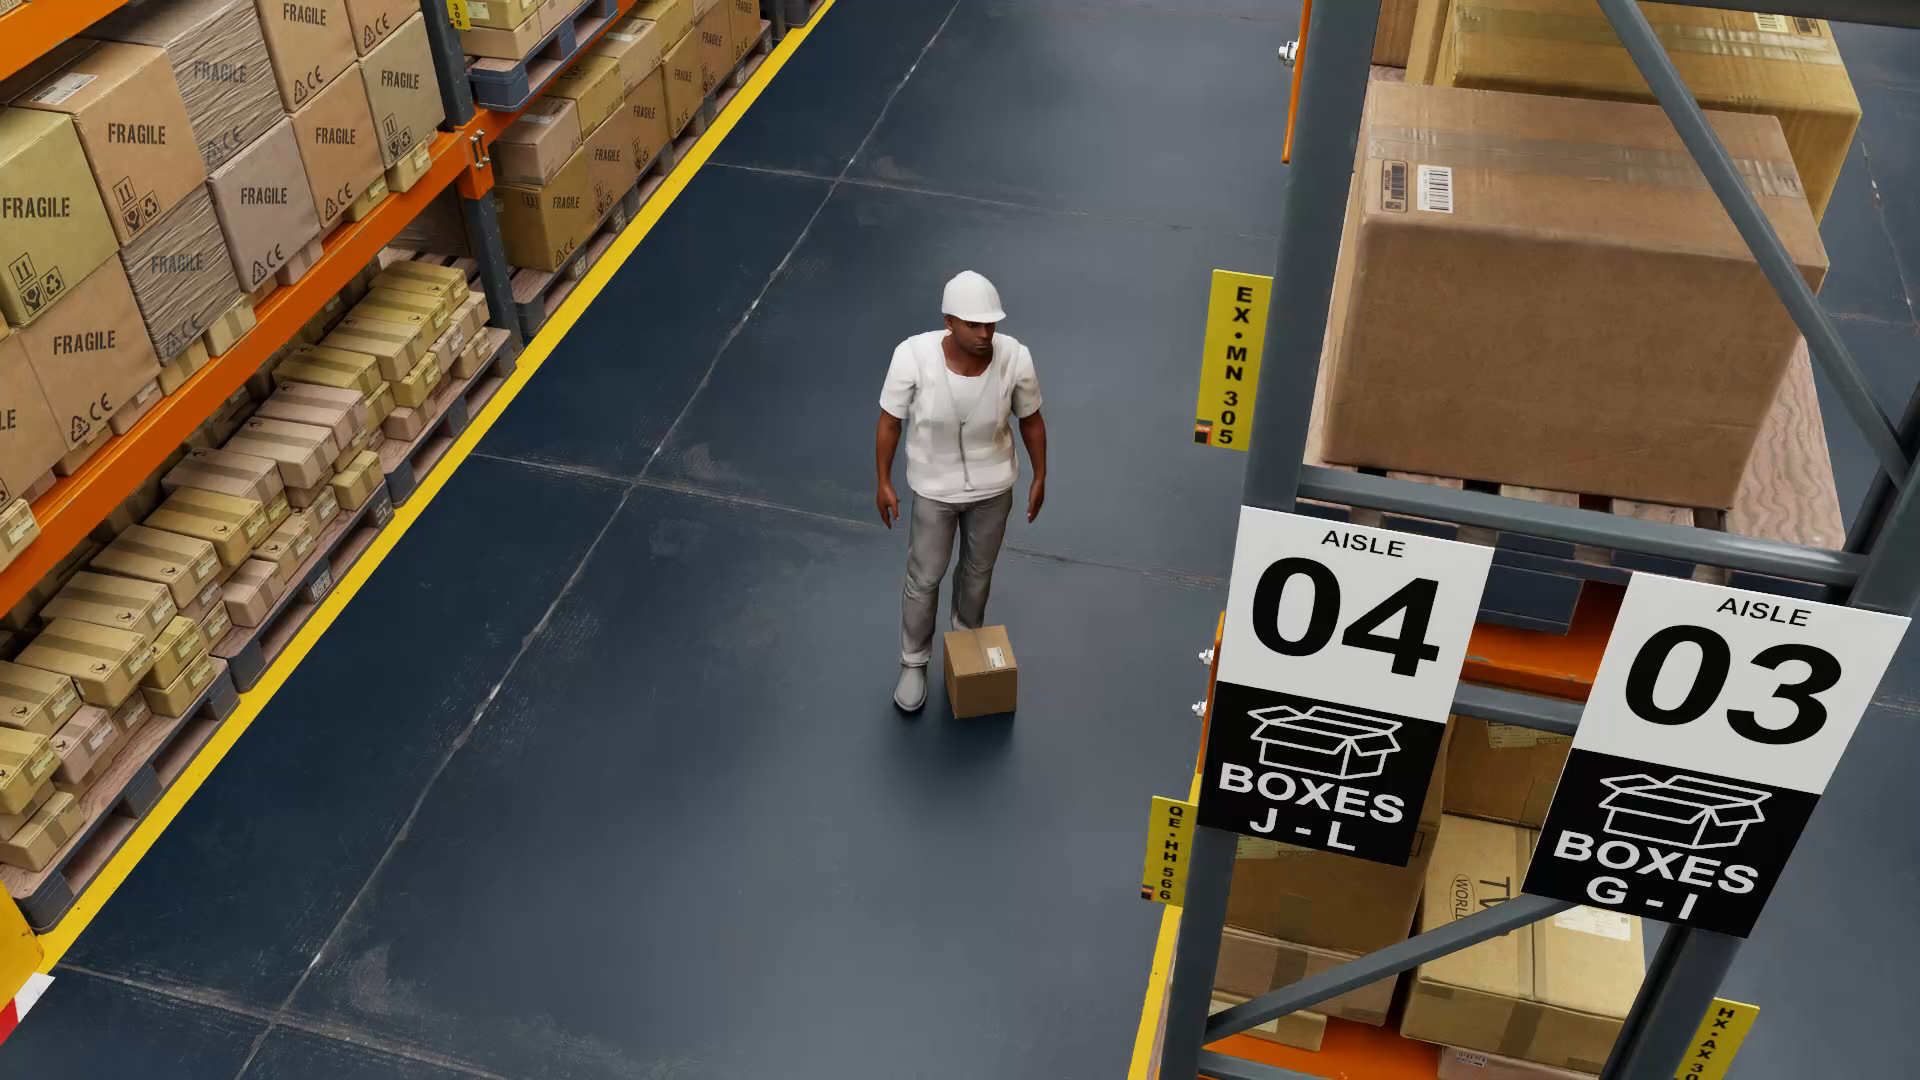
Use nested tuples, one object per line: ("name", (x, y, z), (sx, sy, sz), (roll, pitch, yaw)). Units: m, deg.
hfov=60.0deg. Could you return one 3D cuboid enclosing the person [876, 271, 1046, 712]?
("person", (0.017, -0.175, 6.329), (0.665, 1.767, 0.576), (-6, 41, -7))
